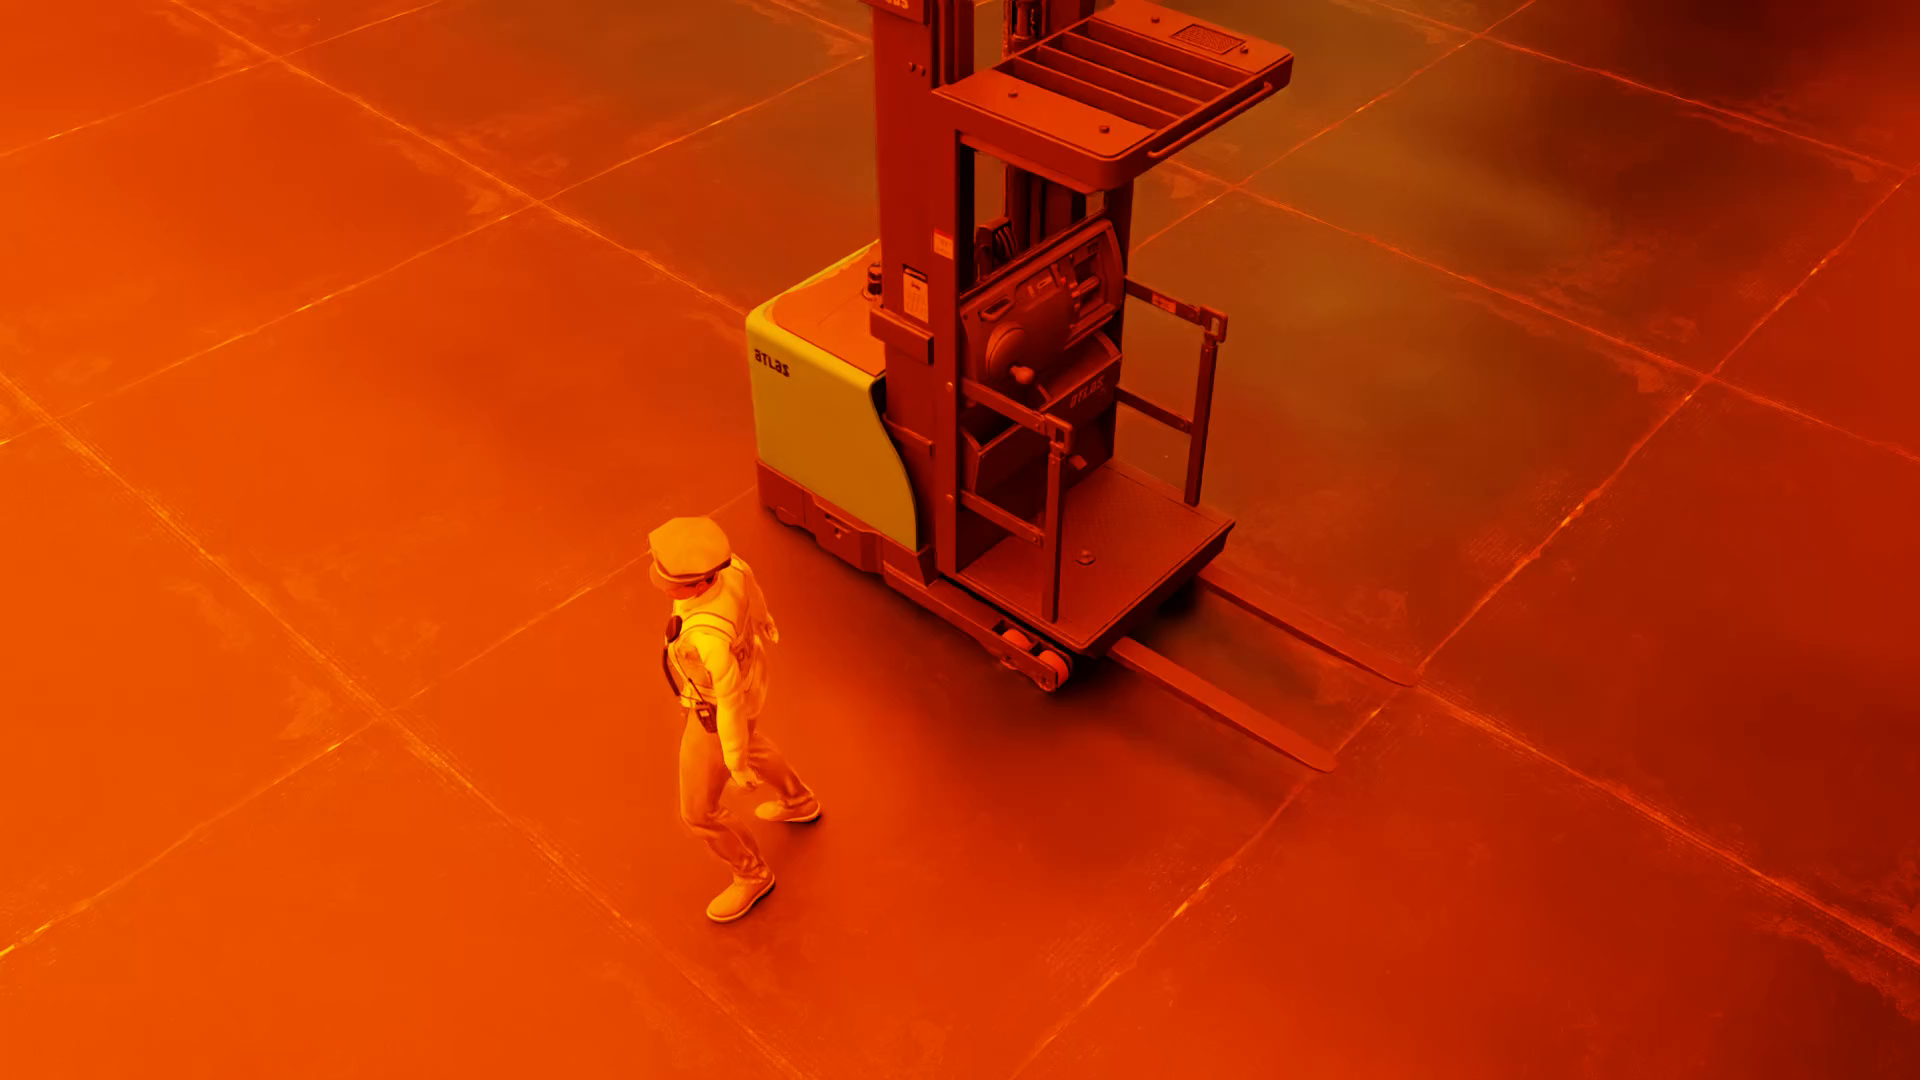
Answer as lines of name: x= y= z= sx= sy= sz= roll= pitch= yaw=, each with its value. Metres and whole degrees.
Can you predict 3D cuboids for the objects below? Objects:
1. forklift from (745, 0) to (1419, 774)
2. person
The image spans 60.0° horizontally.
forklift: x=0.491 y=-0.873 z=6.446 sx=3.031 sy=2.935 sz=1.130 roll=30 pitch=49 yaw=30
person: x=-0.765 y=0.552 z=5.844 sx=0.440 sy=1.650 sz=0.799 roll=2 pitch=41 yaw=3
